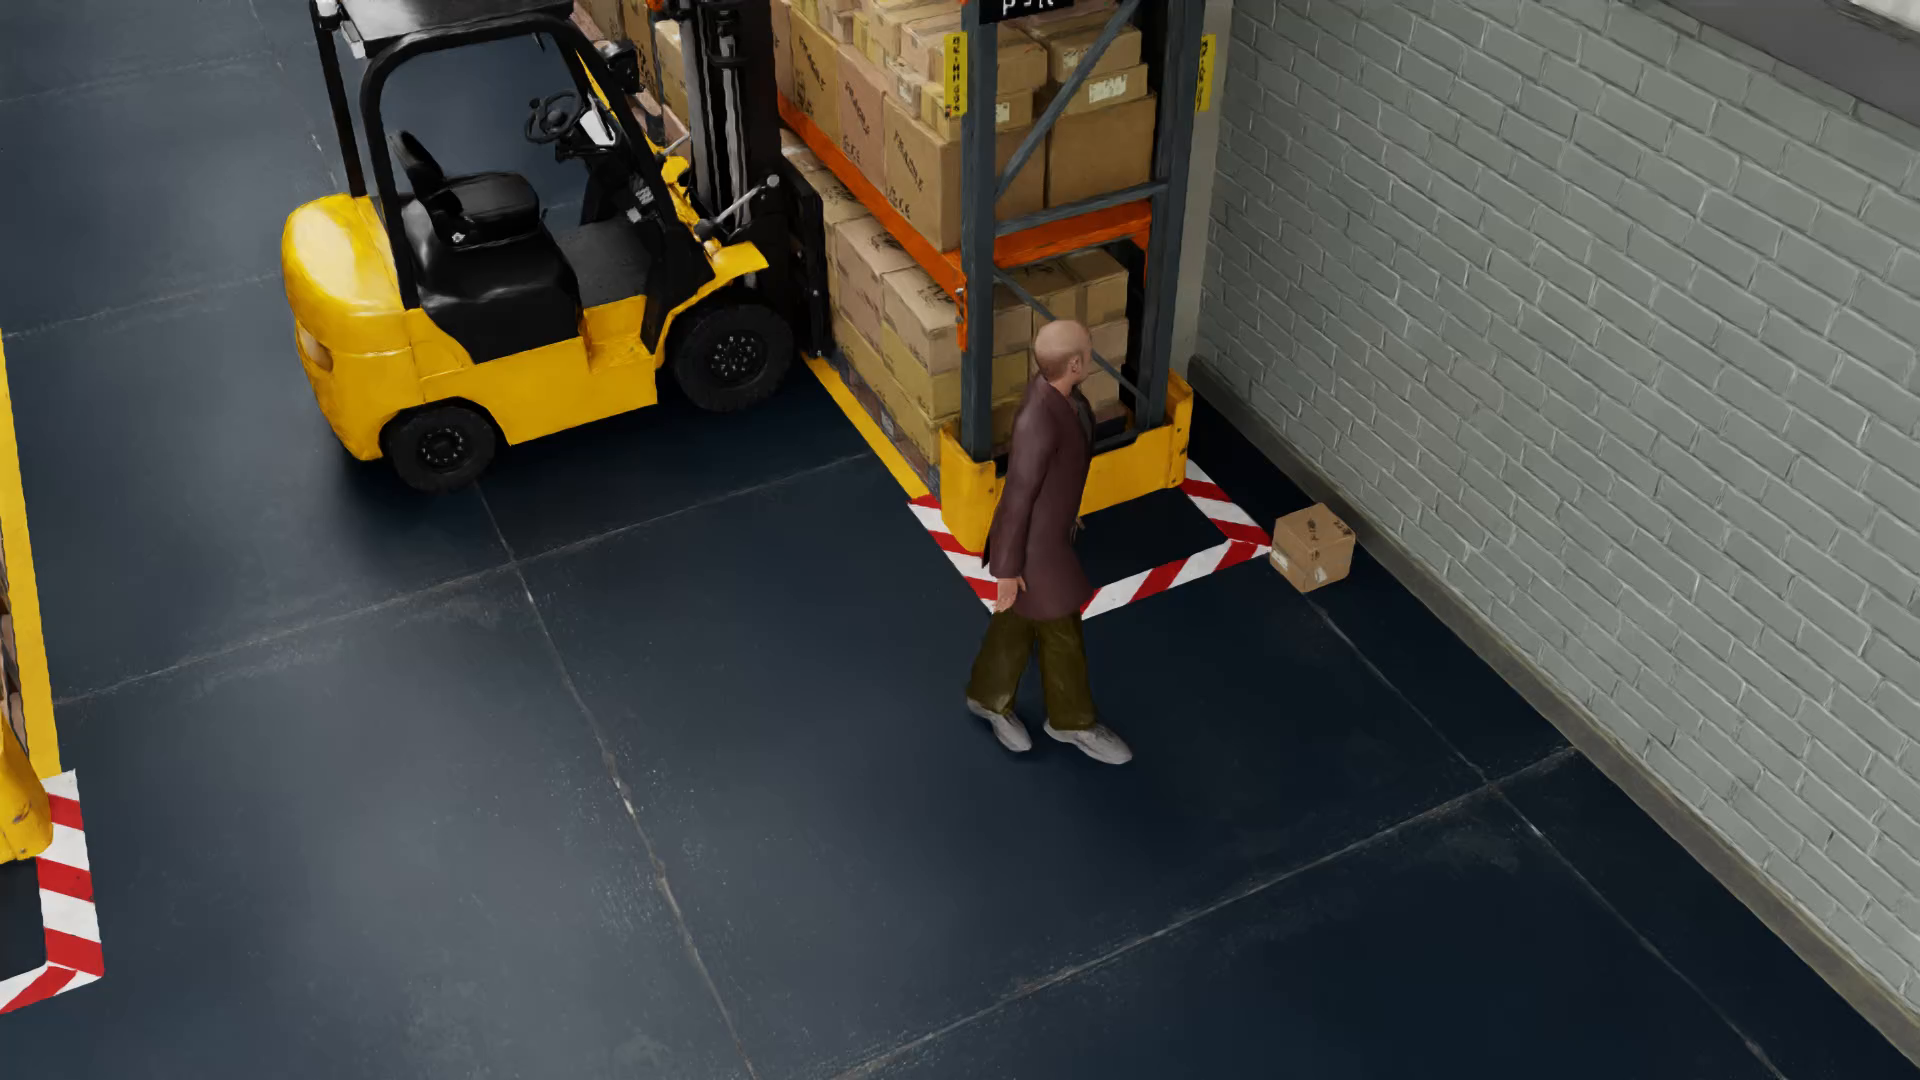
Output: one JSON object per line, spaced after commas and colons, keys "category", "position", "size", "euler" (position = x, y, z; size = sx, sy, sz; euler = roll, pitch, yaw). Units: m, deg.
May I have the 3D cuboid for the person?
{"category": "person", "position": [0.379, 0.010, 6.160], "size": [0.698, 1.773, 0.668], "euler": [8, 41, 9]}
